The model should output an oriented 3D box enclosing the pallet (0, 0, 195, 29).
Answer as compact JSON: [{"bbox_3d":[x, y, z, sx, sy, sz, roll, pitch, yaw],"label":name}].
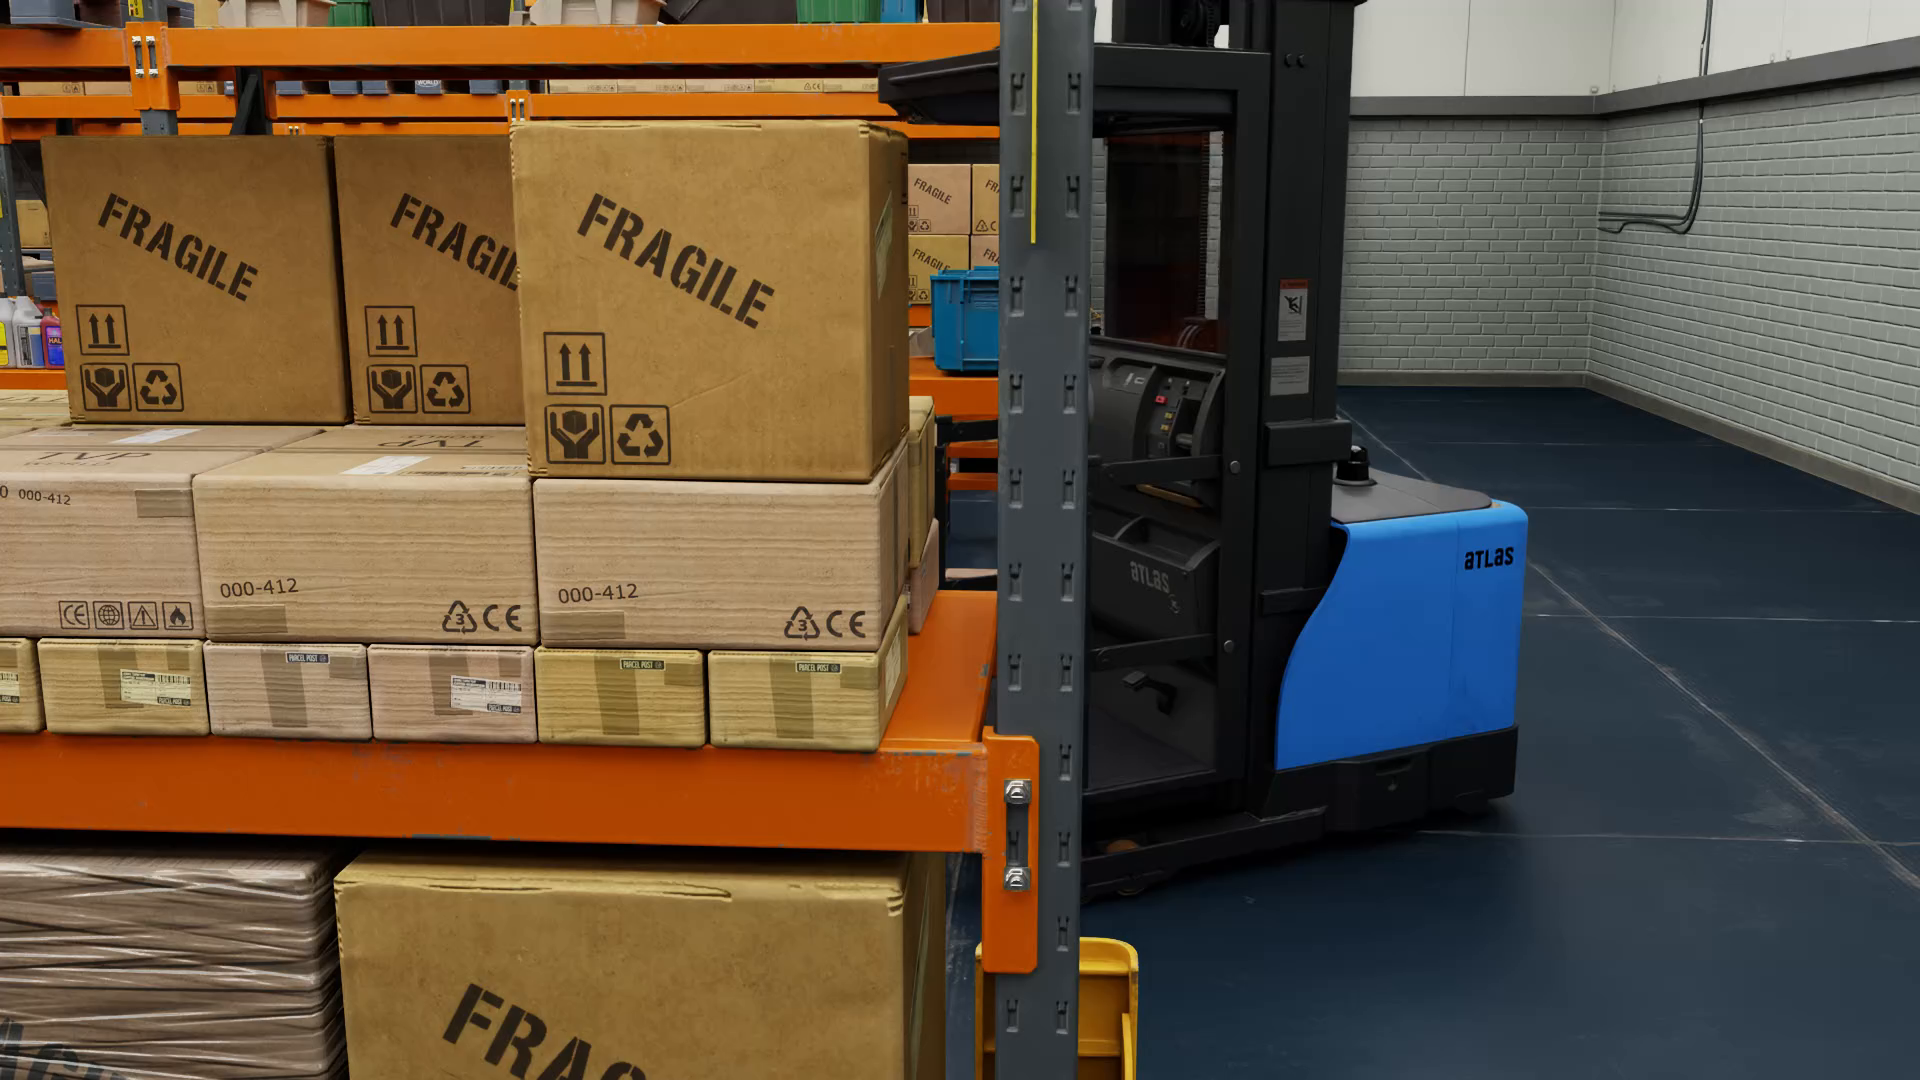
[{"bbox_3d":[-6.198,-1.587,10.504,5.144,3.011,6.198,1,12,4],"label":"pallet"}]

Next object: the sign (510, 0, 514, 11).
[{"bbox_3d":[-3.209,-3.866,11.874,0.005,0.325,0.100,1,12,4],"label":"sign"}]

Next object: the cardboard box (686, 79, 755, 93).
[{"bbox_3d":[-1.710,-3.388,12.181,0.500,0.250,0.500,1,12,4],"label":"cardboard box"}]

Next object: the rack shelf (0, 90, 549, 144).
[{"bbox_3d":[-5.171,-3.209,12.714,4.000,0.370,1.077,1,12,4],"label":"rack shelf"}]

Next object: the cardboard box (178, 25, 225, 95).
[{"bbox_3d":[-5.702,-3.624,12.698,0.500,0.500,0.910,1,12,4],"label":"cardboard box"}]

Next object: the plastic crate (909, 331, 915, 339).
[{"bbox_3d":[-0.345,-0.874,7.615,0.243,0.136,0.396,1,12,4],"label":"plastic crate"}]

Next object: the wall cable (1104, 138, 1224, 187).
[{"bbox_3d":[2.483,-3.696,18.130,1.851,1.984,0.084,1,12,4],"label":"wall cable"}]

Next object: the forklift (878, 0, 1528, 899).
[{"bbox_3d":[0.370,-0.454,5.282,3.031,2.935,1.130,-6,13,-25],"label":"forklift"}]

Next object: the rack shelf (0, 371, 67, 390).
[{"bbox_3d":[-5.506,-0.729,8.184,4.000,0.370,1.077,1,12,4],"label":"rack shelf"}]

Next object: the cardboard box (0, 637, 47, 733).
[{"bbox_3d":[-1.506,0.181,2.690,0.250,0.149,0.380,1,12,4],"label":"cardboard box"}]

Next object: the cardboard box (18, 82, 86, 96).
[{"bbox_3d":[-6.729,-3.638,12.766,0.500,0.500,0.910,1,12,4],"label":"cardboard box"}]

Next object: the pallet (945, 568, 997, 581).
[{"bbox_3d":[-0.340,0.347,8.095,1.213,0.211,1.003,1,12,4],"label":"pallet"}]

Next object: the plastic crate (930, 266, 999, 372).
[{"bbox_3d":[0.134,-1.012,7.548,0.499,0.435,0.616,1,12,4],"label":"plastic crate"}]

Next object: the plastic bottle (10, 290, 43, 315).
[{"bbox_3d":[-4.440,-1.005,7.866,0.185,0.351,0.144,1,12,4],"label":"plastic bottle"}]

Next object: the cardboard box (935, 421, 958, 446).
[{"bbox_3d":[-0.142,-0.820,12.710,0.250,0.166,0.380,1,12,4],"label":"cardboard box"}]

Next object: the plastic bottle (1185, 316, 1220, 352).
[{"bbox_3d":[0.798,-0.045,5.580,0.154,1.395,0.181,1,12,4],"label":"plastic bottle"}]

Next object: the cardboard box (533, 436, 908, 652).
[{"bbox_3d":[-0.352,-0.012,2.638,0.500,0.250,0.500,1,12,3],"label":"cardboard box"}]

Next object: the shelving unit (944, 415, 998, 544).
[{"bbox_3d":[0.163,-0.585,10.135,0.499,1.200,0.258,1,12,4],"label":"shelving unit"}]

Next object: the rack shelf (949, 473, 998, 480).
[{"bbox_3d":[0.165,-0.363,10.181,0.457,0.050,0.221,1,12,4],"label":"rack shelf"}]

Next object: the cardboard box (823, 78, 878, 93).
[{"bbox_3d":[-0.713,-3.372,12.103,0.500,0.250,0.500,1,12,4],"label":"cardboard box"}]

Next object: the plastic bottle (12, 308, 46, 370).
[{"bbox_3d":[-4.290,-0.937,7.726,0.135,0.276,0.152,1,12,4],"label":"plastic bottle"}]

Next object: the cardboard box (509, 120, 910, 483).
[{"bbox_3d":[-0.354,-0.379,2.564,0.500,0.500,0.500,1,12,4],"label":"cardboard box"}]

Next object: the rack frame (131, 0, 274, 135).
[{"bbox_3d":[-3.510,-1.054,7.980,0.127,3.000,1.000,1,12,4],"label":"rack frame"}]

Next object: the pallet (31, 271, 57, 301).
[{"bbox_3d":[-6.486,-2.032,13.122,1.003,0.211,1.213,1,12,4],"label":"pallet"}]

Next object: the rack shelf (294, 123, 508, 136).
[{"bbox_3d":[-4.844,-4.221,17.552,4.000,0.370,1.077,1,12,4],"label":"rack shelf"}]

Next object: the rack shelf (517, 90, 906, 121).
[{"bbox_3d":[-1.180,-3.154,12.453,4.000,0.370,1.077,1,12,4],"label":"rack shelf"}]

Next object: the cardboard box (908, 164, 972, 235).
[{"bbox_3d":[-0.151,-2.506,12.235,0.500,0.500,0.500,1,12,5],"label":"cardboard box"}]

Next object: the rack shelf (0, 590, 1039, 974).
[{"bbox_3d":[-1.846,0.338,3.085,4.000,0.370,1.077,1,12,4],"label":"rack shelf"}]

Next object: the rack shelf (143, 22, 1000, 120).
[{"bbox_3d":[-1.515,-2.142,7.615,4.000,0.370,1.077,1,12,4],"label":"rack shelf"}]

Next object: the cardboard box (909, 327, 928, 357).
[{"bbox_3d":[-0.564,-2.008,17.619,0.500,0.500,0.700,0,12,2],"label":"cardboard box"}]

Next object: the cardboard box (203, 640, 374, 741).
[{"bbox_3d":[-0.988,0.188,2.658,0.250,0.149,0.380,1,12,5],"label":"cardboard box"}]

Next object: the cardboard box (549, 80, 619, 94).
[{"bbox_3d":[-2.707,-3.403,12.252,0.500,0.250,0.500,1,12,4],"label":"cardboard box"}]
